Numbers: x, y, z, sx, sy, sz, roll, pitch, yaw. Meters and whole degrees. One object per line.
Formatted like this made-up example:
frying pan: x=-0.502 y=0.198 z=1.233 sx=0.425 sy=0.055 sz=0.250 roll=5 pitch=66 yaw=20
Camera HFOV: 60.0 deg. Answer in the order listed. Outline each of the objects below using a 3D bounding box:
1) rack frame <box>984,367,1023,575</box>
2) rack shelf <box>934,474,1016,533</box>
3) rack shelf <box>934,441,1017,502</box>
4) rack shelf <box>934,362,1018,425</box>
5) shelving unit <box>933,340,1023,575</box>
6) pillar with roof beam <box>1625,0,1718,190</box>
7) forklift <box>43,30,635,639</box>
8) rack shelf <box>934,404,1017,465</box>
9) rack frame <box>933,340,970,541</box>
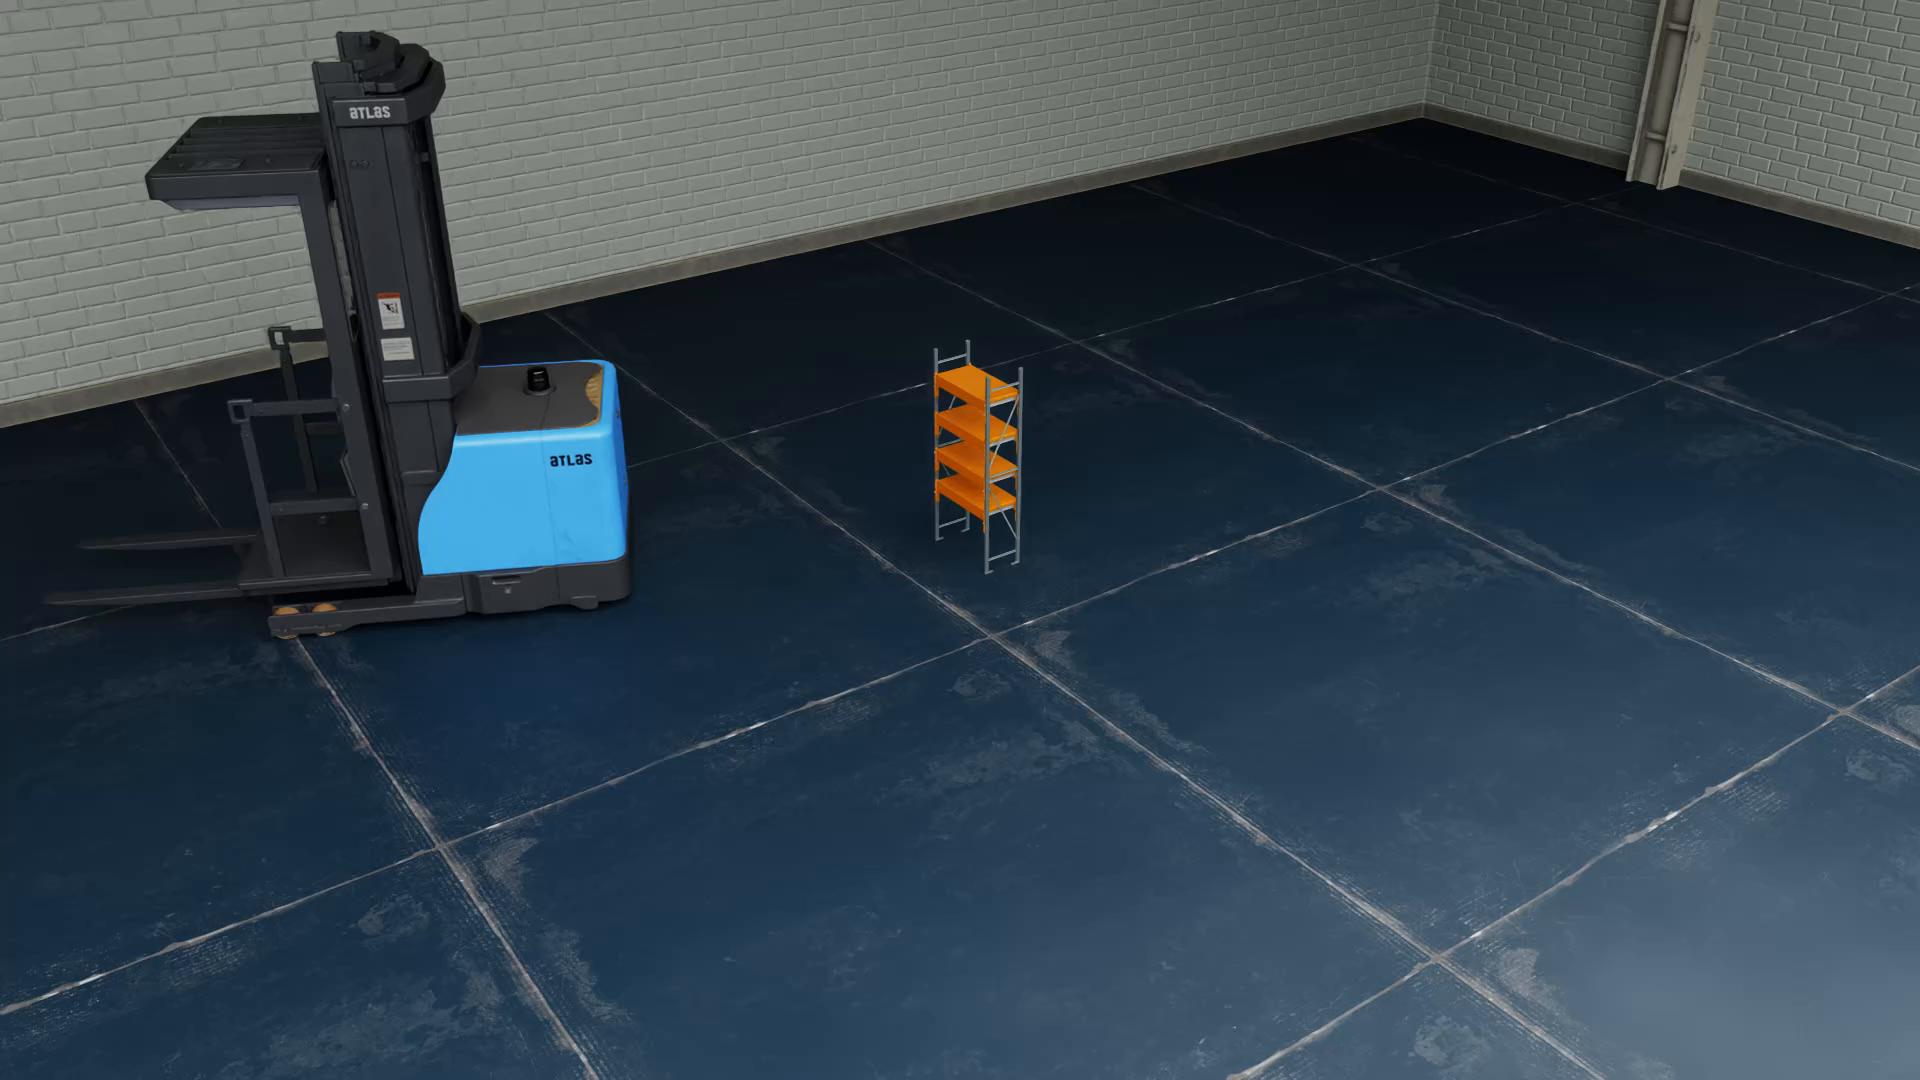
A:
rack frame: x=0.238 y=-0.368 z=9.170 sx=0.240 sy=1.200 sz=0.015 roll=-19 pitch=34 yaw=-31
rack shelf: x=0.096 y=-0.229 z=9.472 sx=0.258 sy=0.148 sz=0.480 roll=-19 pitch=34 yaw=-31
rack shelf: x=0.096 y=-0.404 z=9.377 sx=0.258 sy=0.148 sz=0.480 roll=-19 pitch=34 yaw=-31
rack shelf: x=0.096 y=-0.808 z=9.158 sx=0.258 sy=0.148 sz=0.480 roll=-19 pitch=34 yaw=-31
shelving unit: x=0.096 y=-0.463 z=9.345 sx=0.258 sy=1.200 sz=0.503 roll=-19 pitch=34 yaw=-31
pillar with roof beam: x=3.213 y=-6.235 z=11.801 sx=9.100 sy=9.000 sz=0.400 roll=-19 pitch=34 yaw=-31
forklift: x=-3.348 y=-1.037 z=8.589 sx=3.031 sy=2.935 sz=1.130 roll=-4 pitch=29 yaw=-8
rack shelf: x=0.096 y=-0.600 z=9.270 sx=0.258 sy=0.148 sz=0.480 roll=-19 pitch=34 yaw=-31
rack frame: x=-0.046 y=-0.558 z=9.520 sx=0.240 sy=1.200 sz=0.015 roll=-19 pitch=34 yaw=-31
